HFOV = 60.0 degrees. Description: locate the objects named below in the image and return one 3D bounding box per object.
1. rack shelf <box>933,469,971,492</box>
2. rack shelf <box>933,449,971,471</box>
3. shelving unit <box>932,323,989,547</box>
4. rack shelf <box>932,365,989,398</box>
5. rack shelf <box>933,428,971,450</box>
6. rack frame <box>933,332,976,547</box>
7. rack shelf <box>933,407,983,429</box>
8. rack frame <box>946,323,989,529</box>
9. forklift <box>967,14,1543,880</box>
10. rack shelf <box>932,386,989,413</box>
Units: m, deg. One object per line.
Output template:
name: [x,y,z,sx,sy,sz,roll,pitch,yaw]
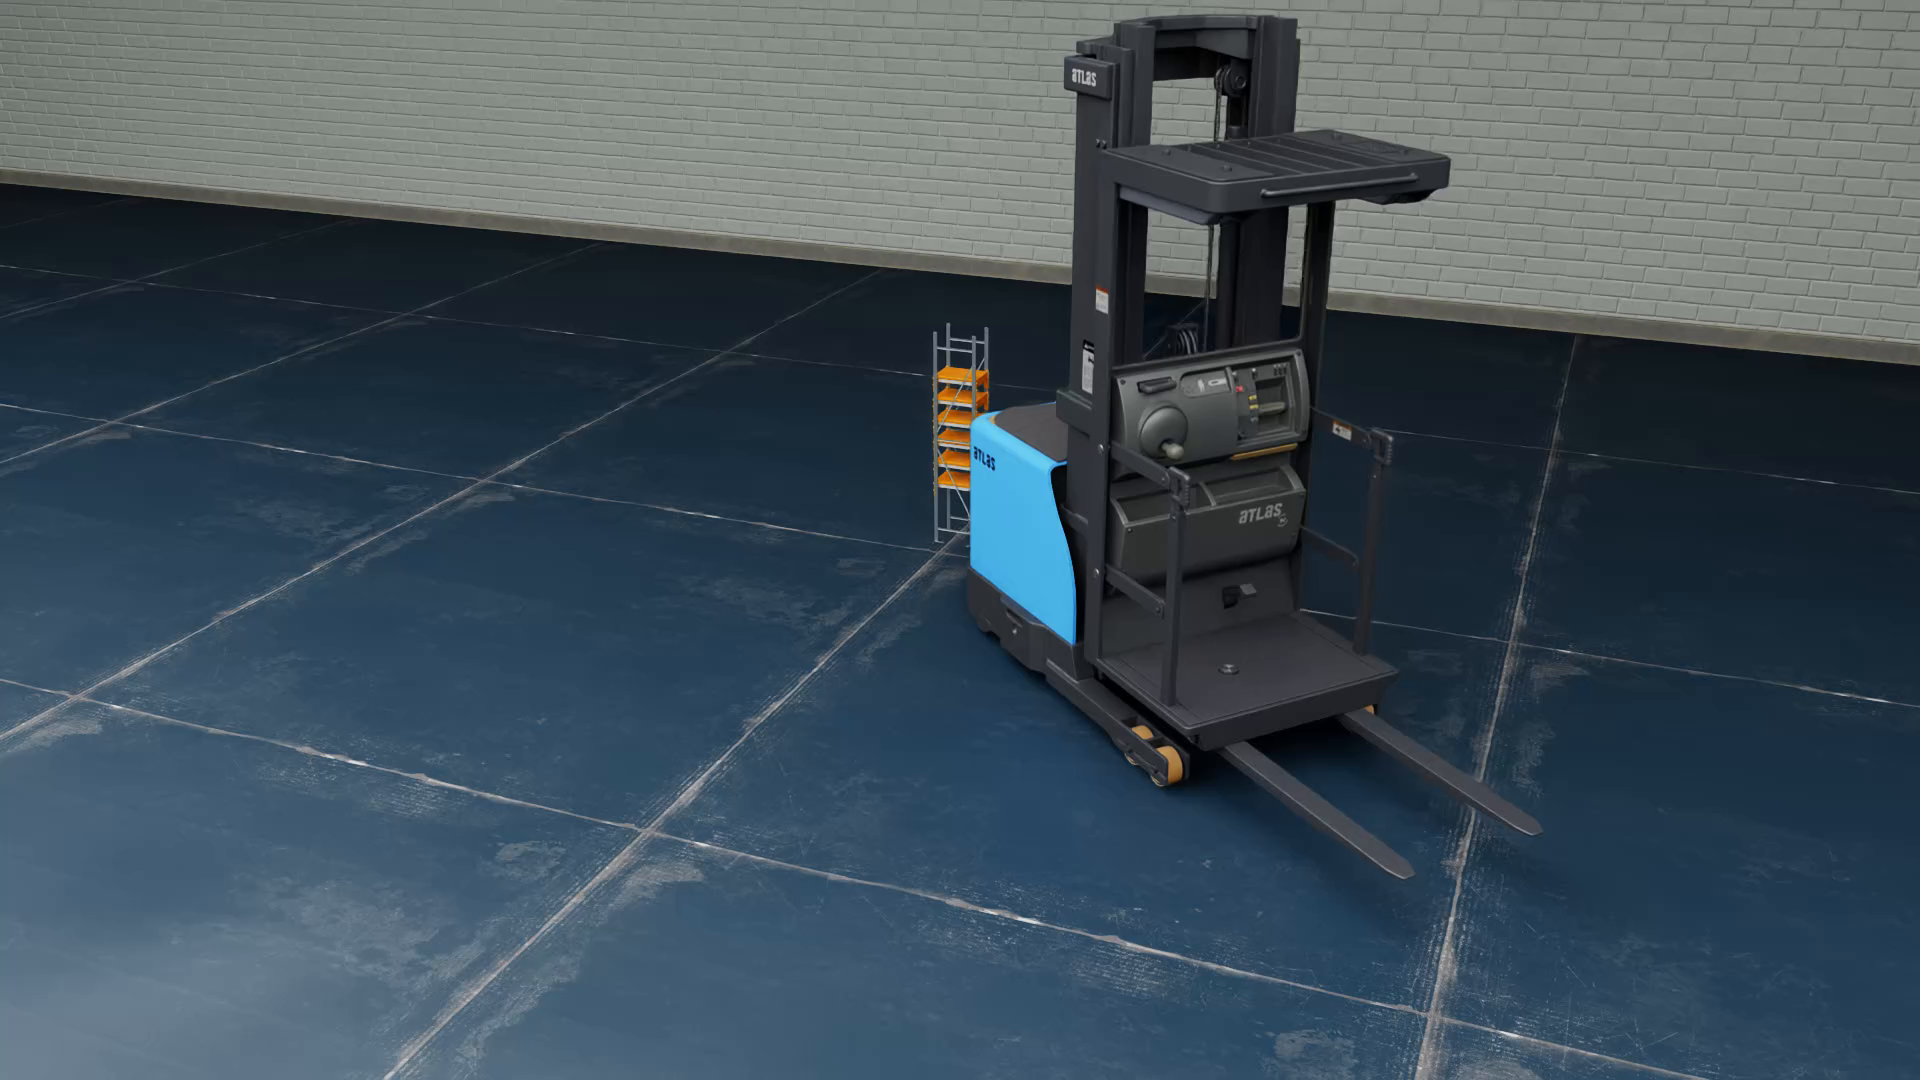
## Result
rack shelf: [0.005,-0.296,9.141,0.258,0.103,0.180,9,24,20]
rack shelf: [0.005,-0.407,9.095,0.258,0.103,0.180,9,24,20]
shelving unit: [0.005,-0.559,9.031,0.258,1.200,0.189,9,24,20]
rack shelf: [0.005,-0.850,8.910,0.258,0.103,0.180,9,24,20]
rack shelf: [0.005,-0.518,9.048,0.258,0.103,0.180,9,24,20]
rack frame: [-0.029,-0.526,8.953,0.240,1.200,0.006,9,24,20]
rack shelf: [0.005,-0.629,9.002,0.258,0.103,0.180,9,24,20]
rack frame: [0.039,-0.592,9.110,0.240,1.200,0.006,9,24,20]
forklift: [1.157,-0.536,6.730,1.130,2.935,3.031,-11,25,-25]
rack shelf: [0.005,-0.739,8.956,0.258,0.103,0.180,9,24,20]
